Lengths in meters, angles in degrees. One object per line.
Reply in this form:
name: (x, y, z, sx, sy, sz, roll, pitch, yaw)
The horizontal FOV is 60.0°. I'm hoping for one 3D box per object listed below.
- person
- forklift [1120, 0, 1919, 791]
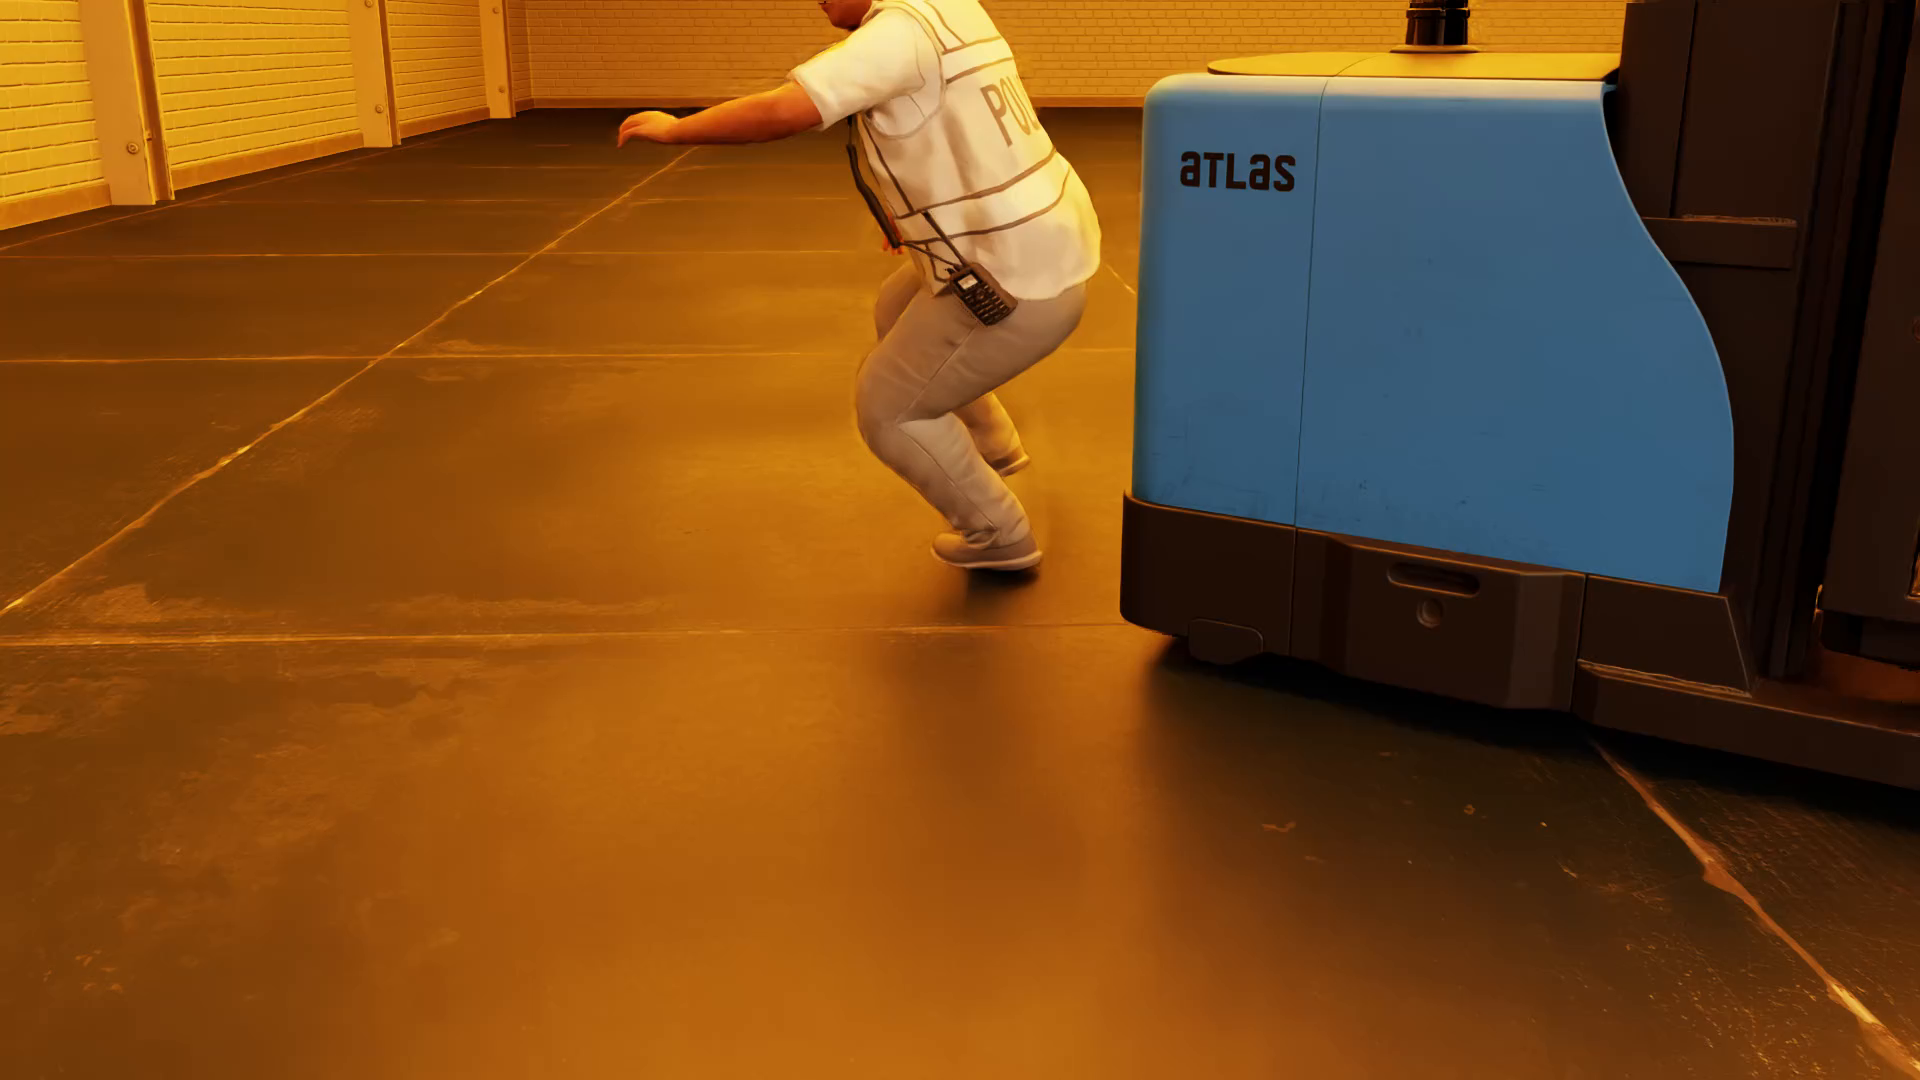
person: (-0.135, -0.610, 3.525, 0.912, 1.434, 1.127, 3, 17, 11)
forklift: (1.830, -1.076, 2.425, 3.031, 2.935, 1.130, 10, 20, 31)
